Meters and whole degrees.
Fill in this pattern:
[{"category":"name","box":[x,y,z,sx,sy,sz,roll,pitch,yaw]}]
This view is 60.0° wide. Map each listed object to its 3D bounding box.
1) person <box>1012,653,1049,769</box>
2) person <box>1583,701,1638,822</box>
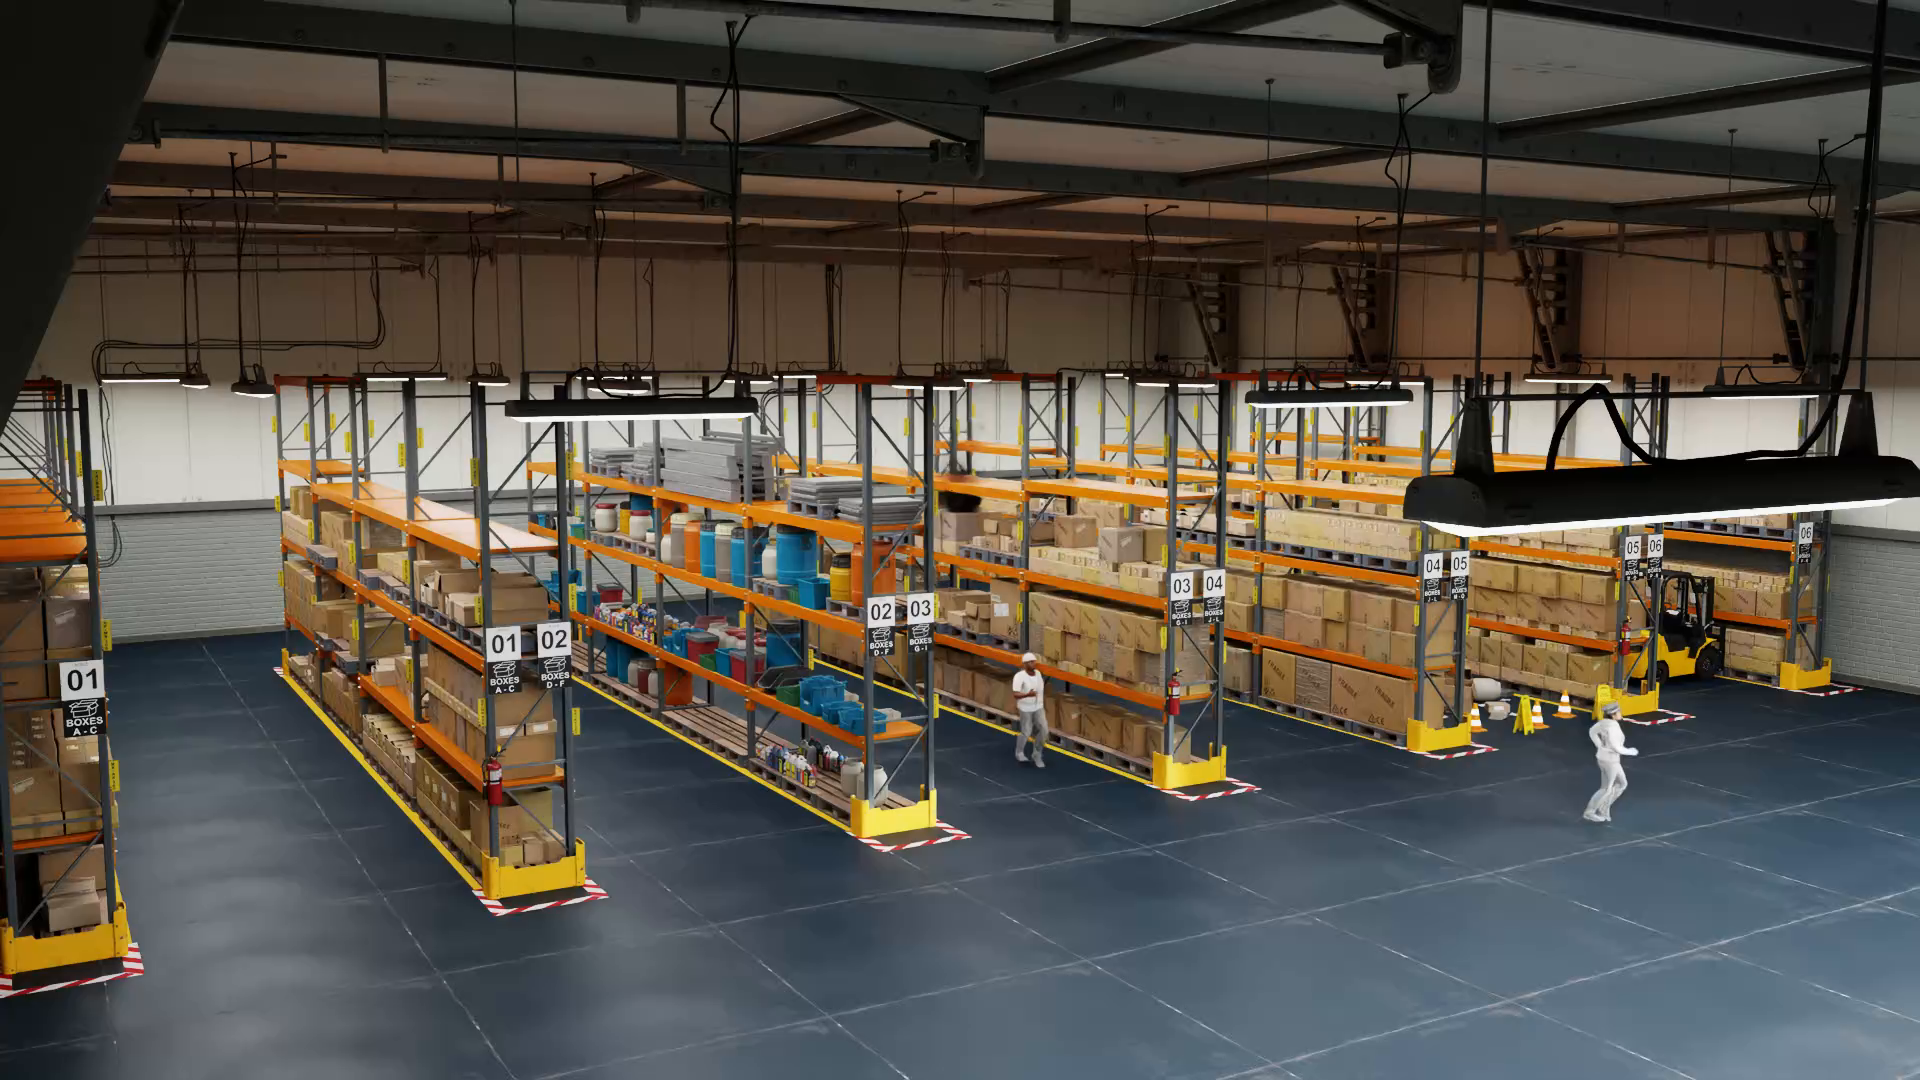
[{"category":"person","box":[1.108,2.645,25.748,0.673,1.811,0.705,-4,7,-32]},{"category":"person","box":[8.856,3.034,22.639,0.675,1.717,0.632,1,6,11]}]
